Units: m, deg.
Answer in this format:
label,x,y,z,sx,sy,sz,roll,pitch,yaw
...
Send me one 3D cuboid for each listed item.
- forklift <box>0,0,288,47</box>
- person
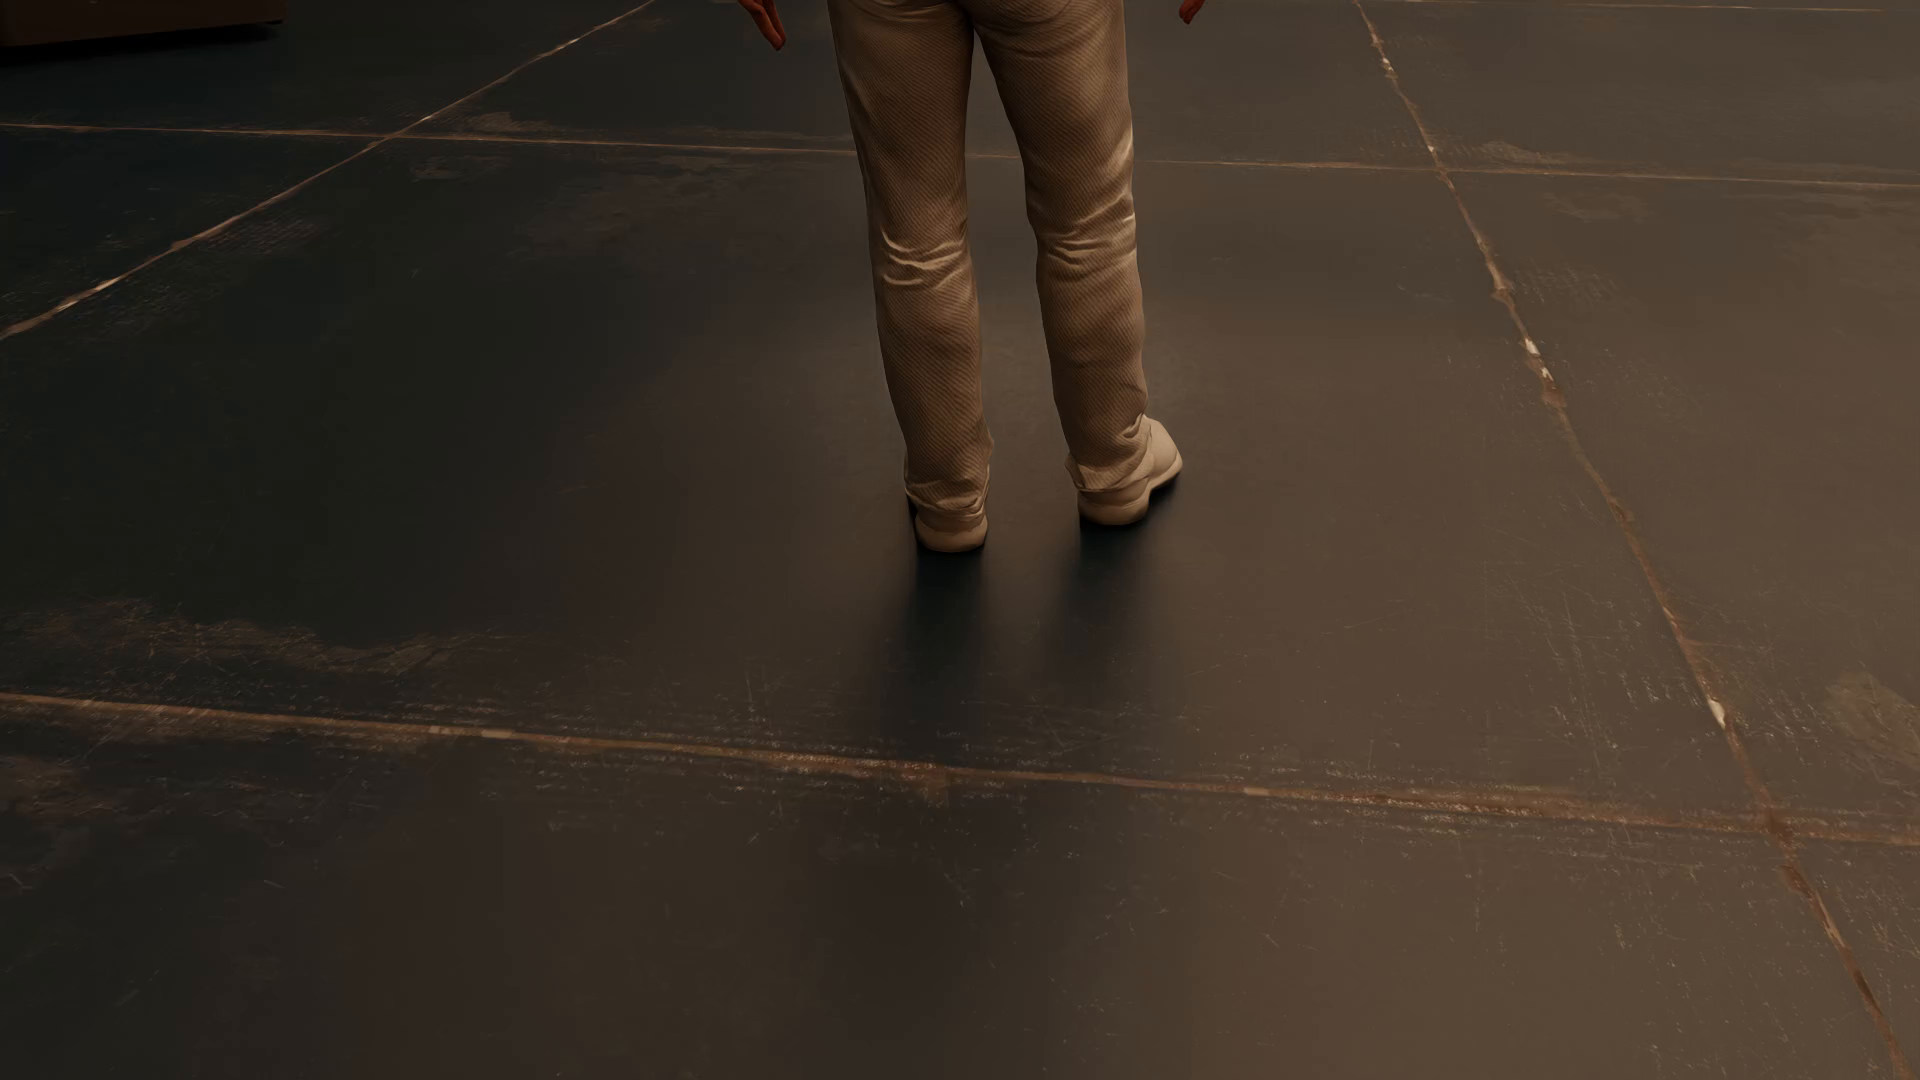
label,x,y,z,sx,sy,sz,roll,pitch,yaw
forklift,-3.828,-3.617,6.468,1.130,2.935,3.031,-18,32,-32
person,0.015,-0.825,2.165,0.665,1.762,0.575,3,27,7
